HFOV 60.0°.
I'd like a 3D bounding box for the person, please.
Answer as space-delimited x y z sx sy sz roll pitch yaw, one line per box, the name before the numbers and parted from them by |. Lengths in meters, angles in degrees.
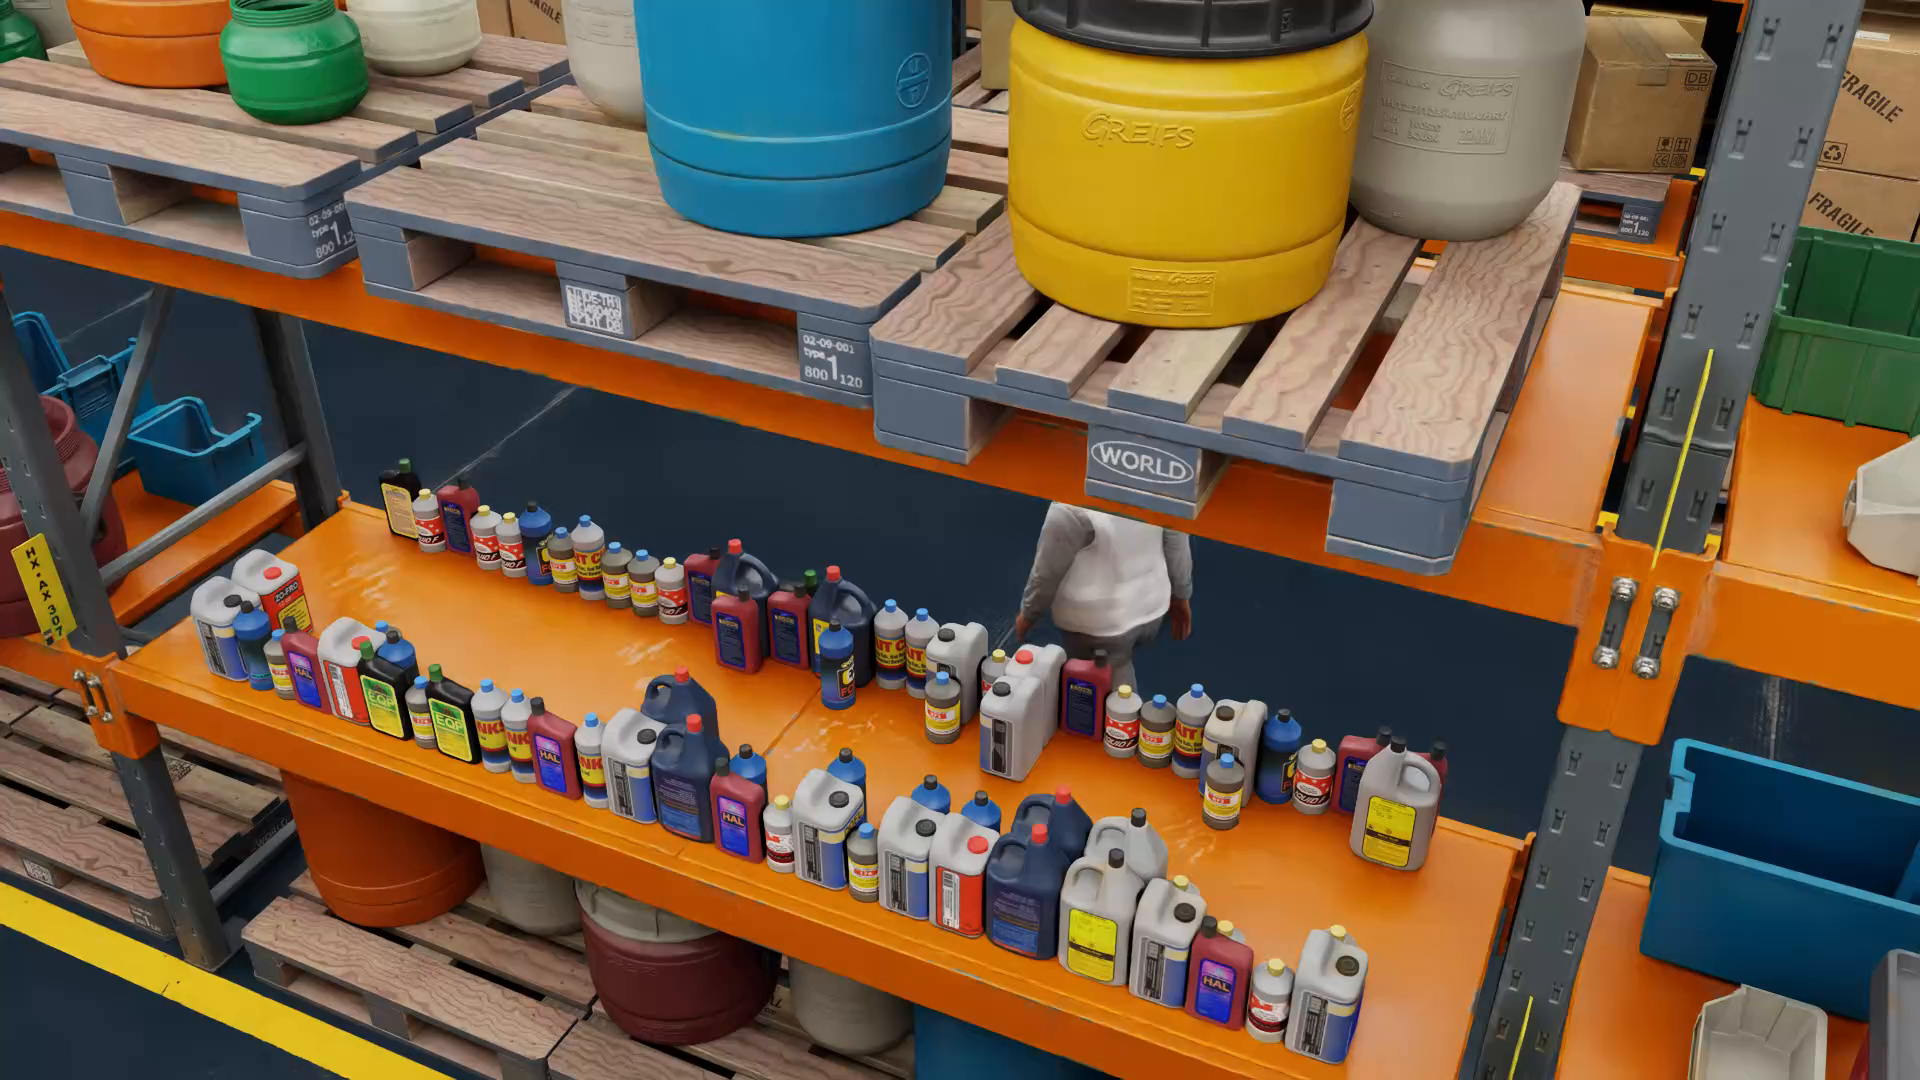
person | 0.474 0.205 5.802 0.566 1.722 1.021 -25 41 -33
